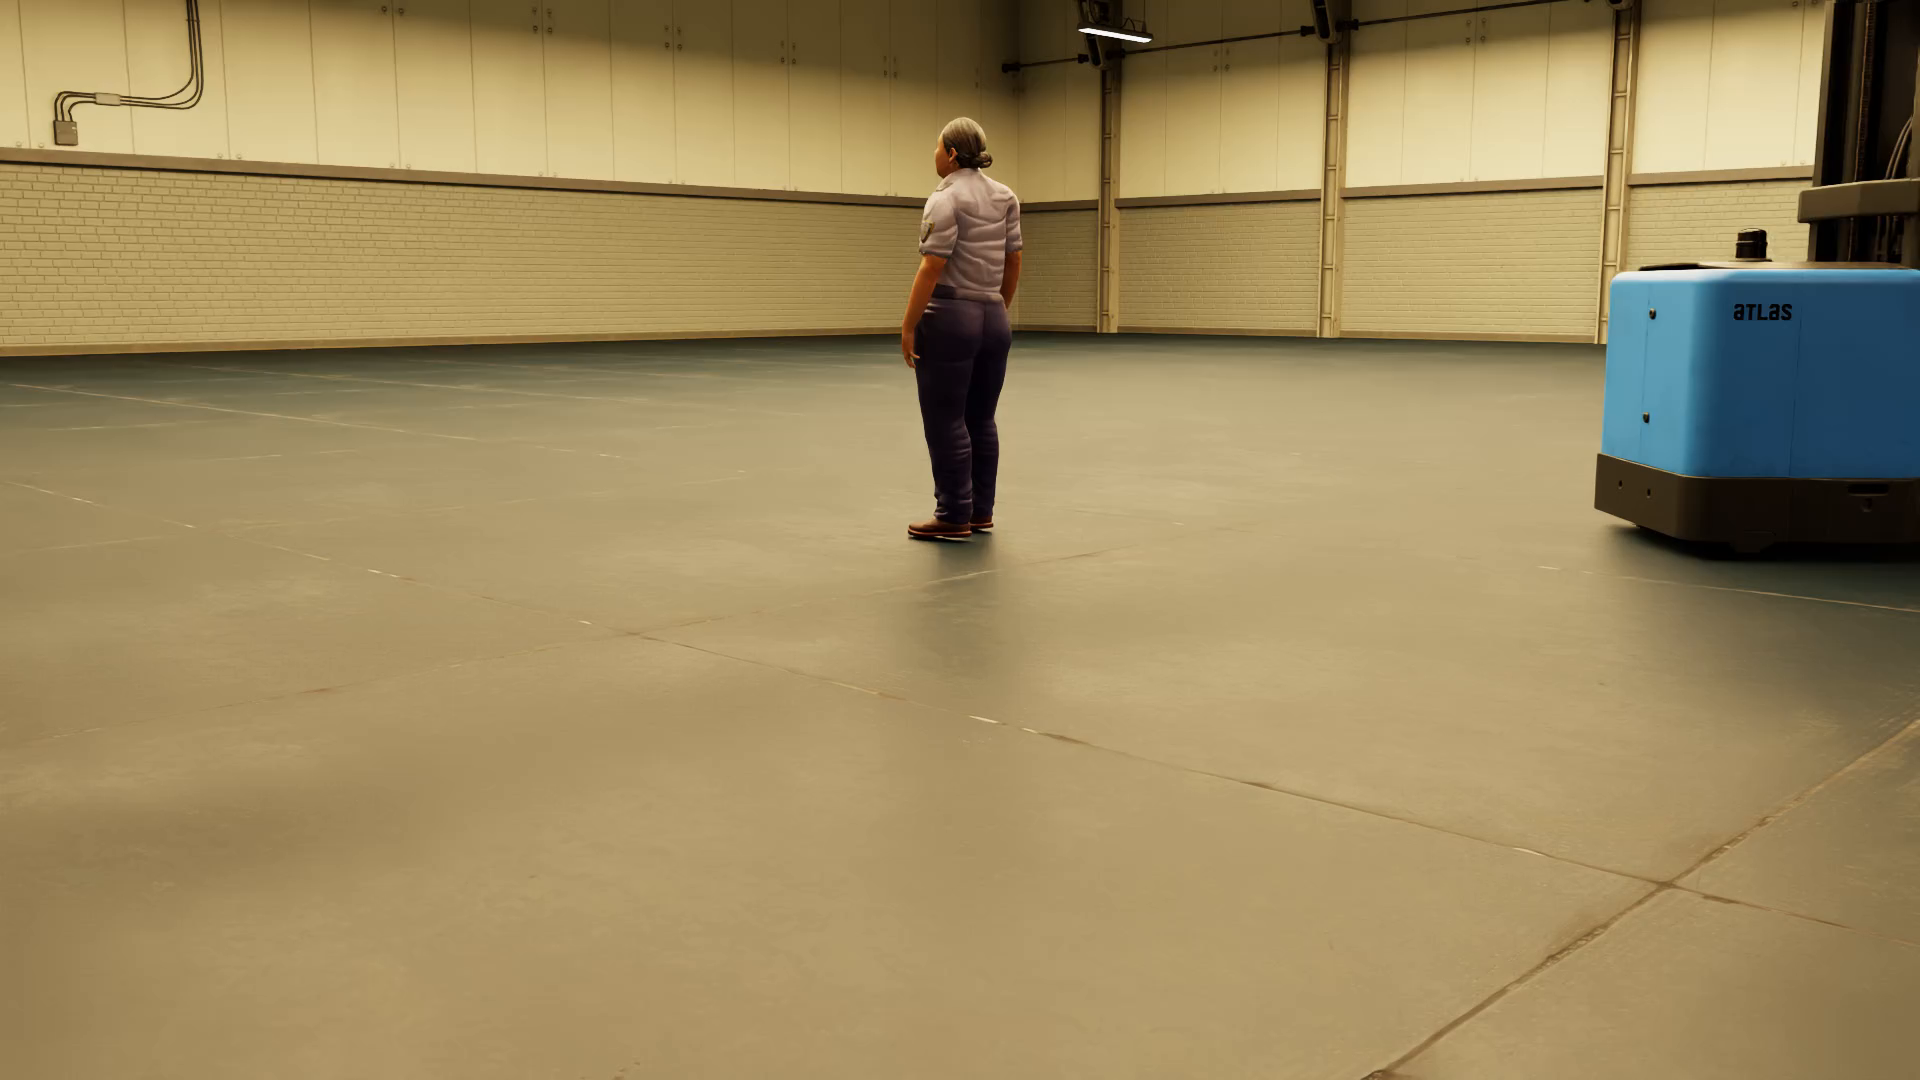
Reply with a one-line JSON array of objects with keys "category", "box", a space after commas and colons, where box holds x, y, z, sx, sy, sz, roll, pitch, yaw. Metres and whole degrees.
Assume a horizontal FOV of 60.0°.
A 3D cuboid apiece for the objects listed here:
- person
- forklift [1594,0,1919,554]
[{"category": "person", "box": [-0.049, -0.833, 6.672, 0.502, 1.651, 0.598, 8, 12, 43]}, {"category": "forklift", "box": [4.224, -1.443, 6.459, 3.031, 2.935, 1.130, 0, 9, 1]}]
